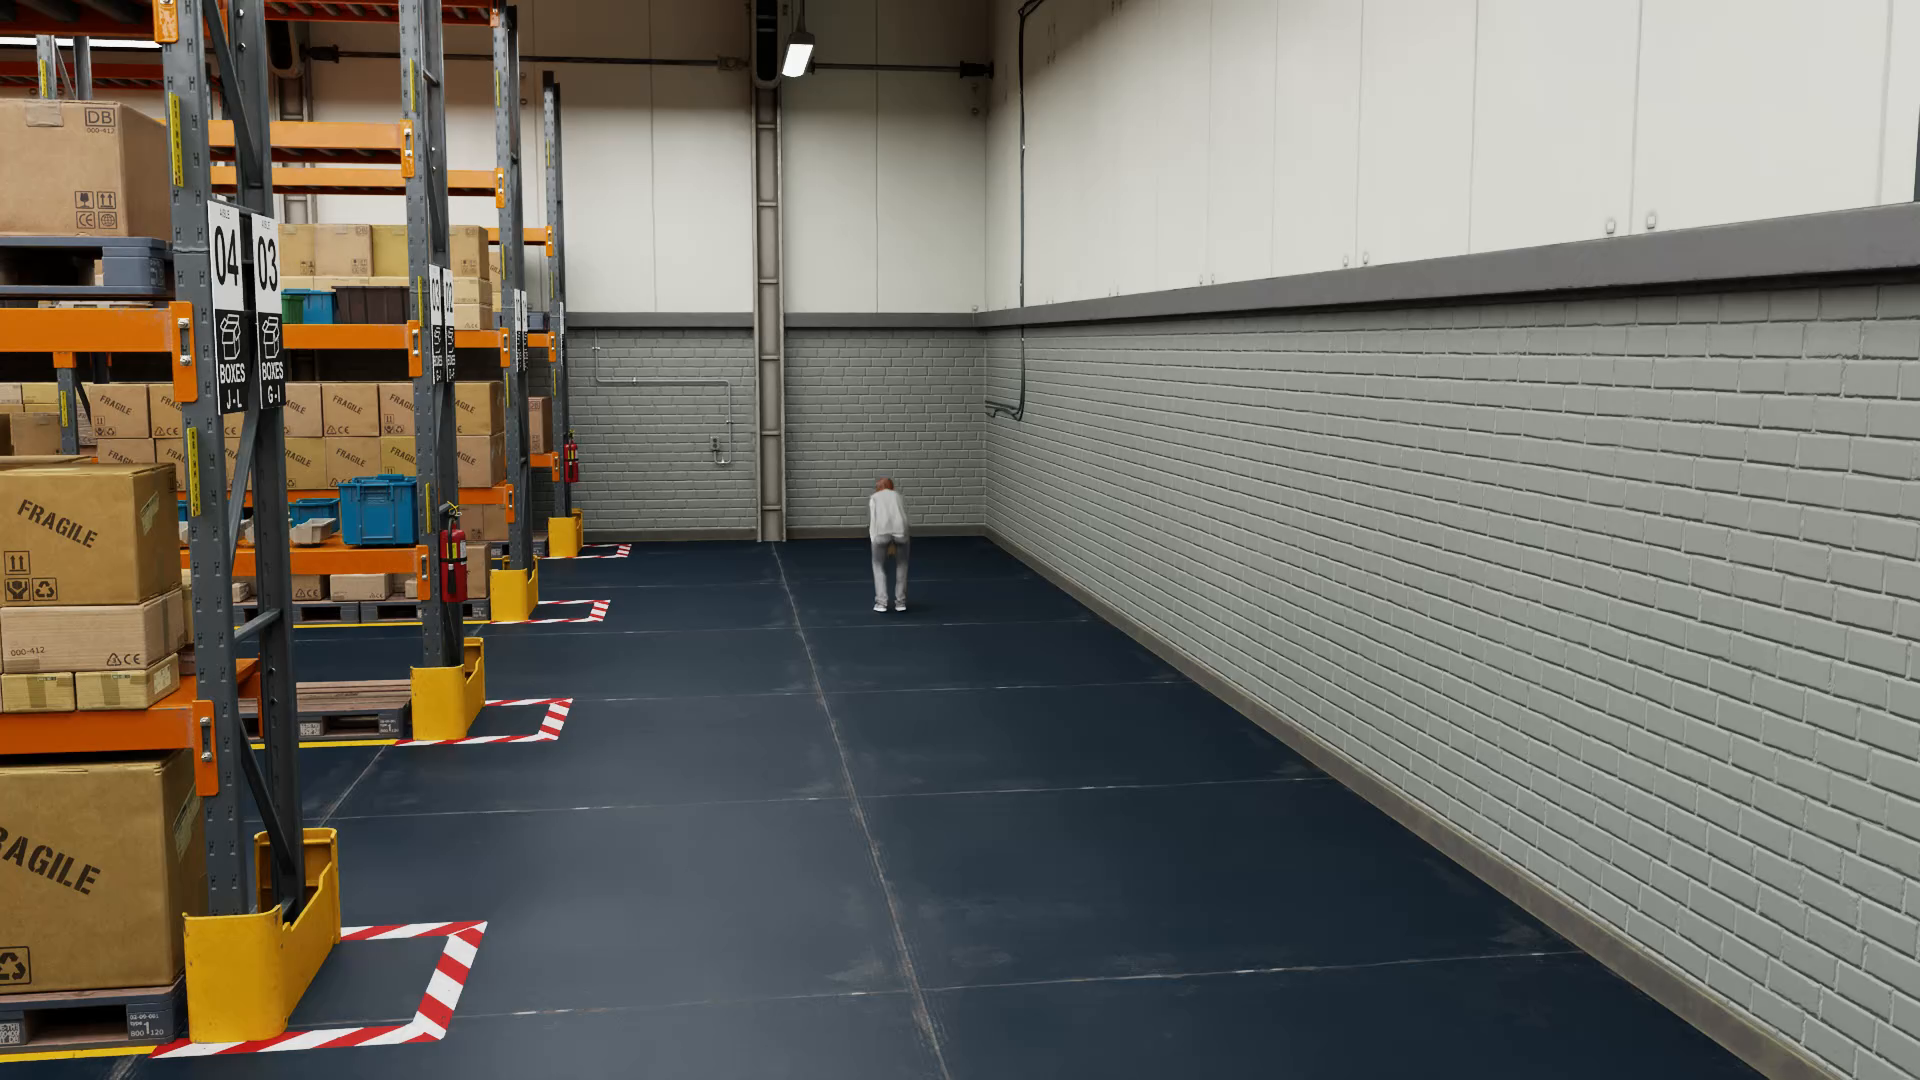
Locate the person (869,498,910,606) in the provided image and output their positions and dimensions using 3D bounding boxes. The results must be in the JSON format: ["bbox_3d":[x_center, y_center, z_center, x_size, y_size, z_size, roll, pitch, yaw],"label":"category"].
[{"bbox_3d":[-0.701,0.085,16.756,0.380,1.117,0.539,-1,7,-10],"label":"person"}]
